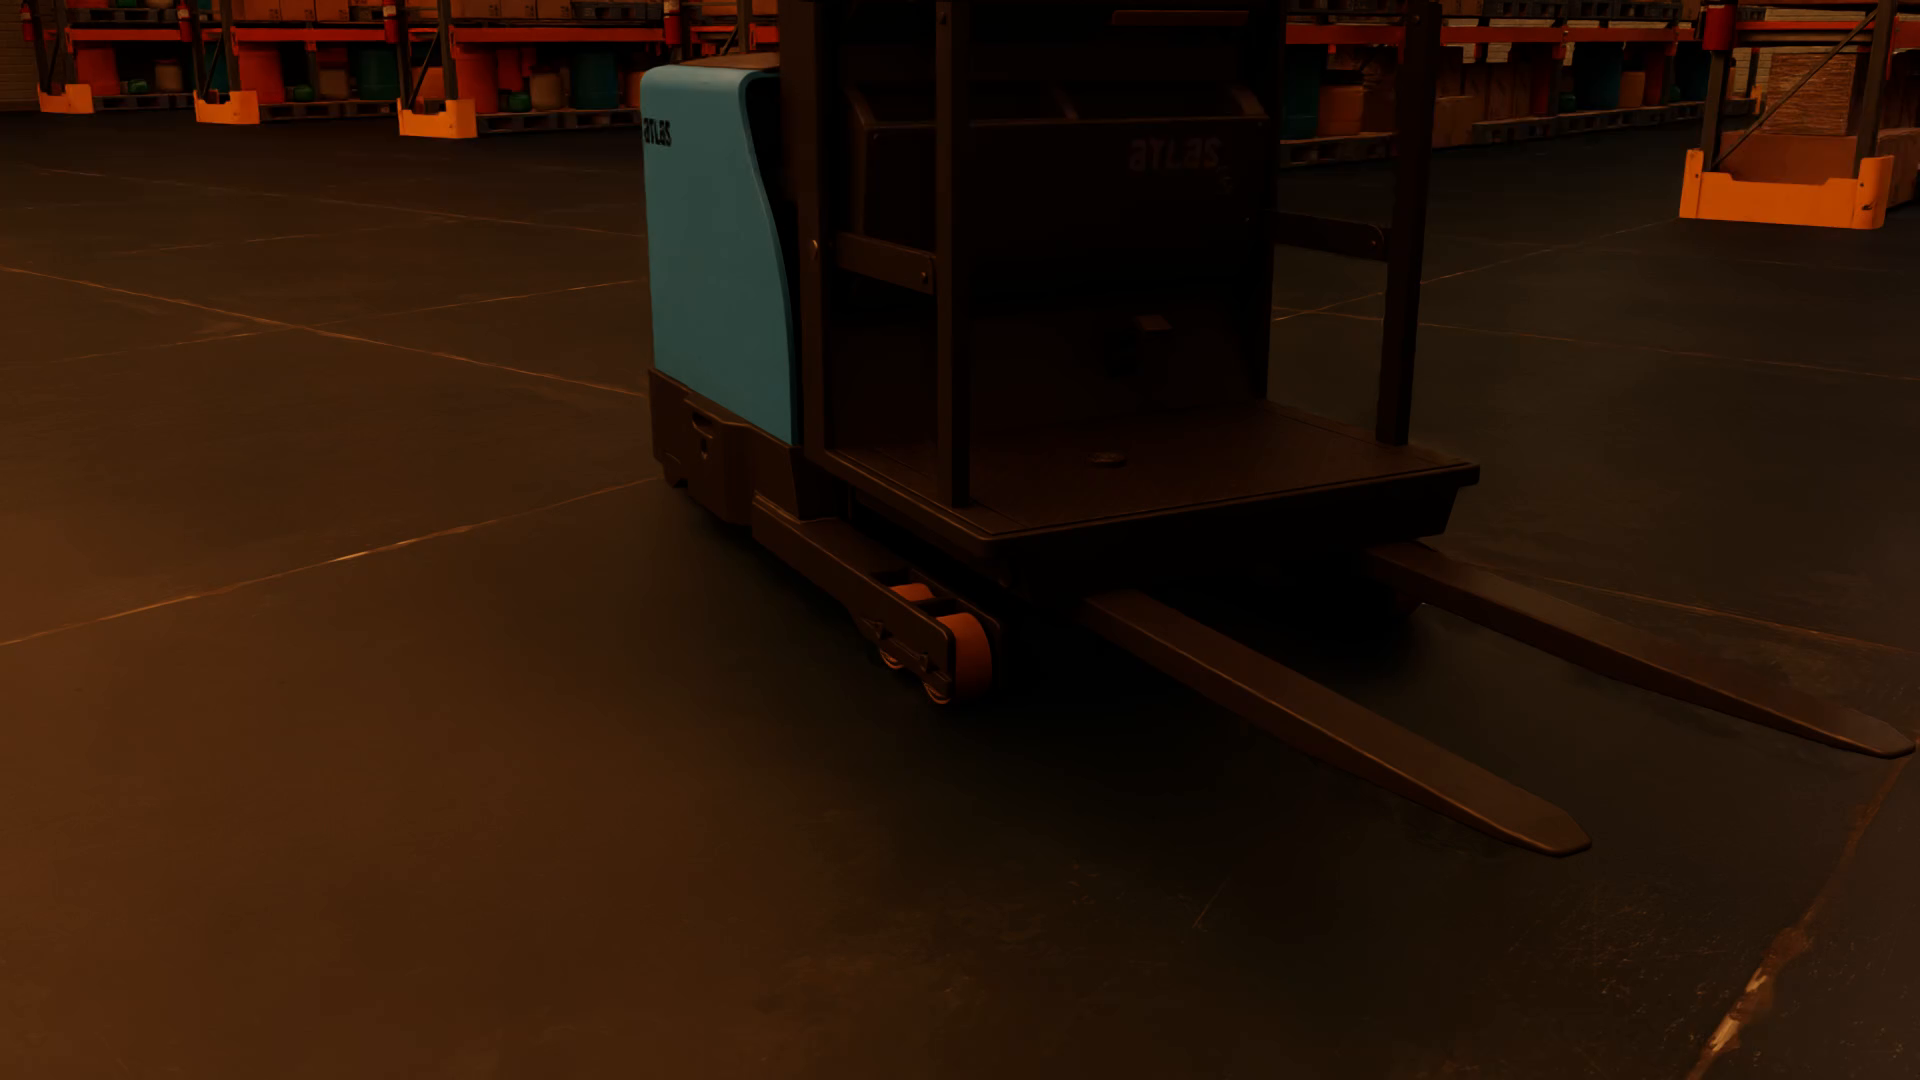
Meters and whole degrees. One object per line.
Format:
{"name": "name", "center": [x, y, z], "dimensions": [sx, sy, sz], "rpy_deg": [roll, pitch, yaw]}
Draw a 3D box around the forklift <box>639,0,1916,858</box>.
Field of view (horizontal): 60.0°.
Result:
{"name": "forklift", "center": [0.305, -1.254, 3.028], "dimensions": [1.130, 2.935, 3.031], "rpy_deg": [-9, 19, -26]}
